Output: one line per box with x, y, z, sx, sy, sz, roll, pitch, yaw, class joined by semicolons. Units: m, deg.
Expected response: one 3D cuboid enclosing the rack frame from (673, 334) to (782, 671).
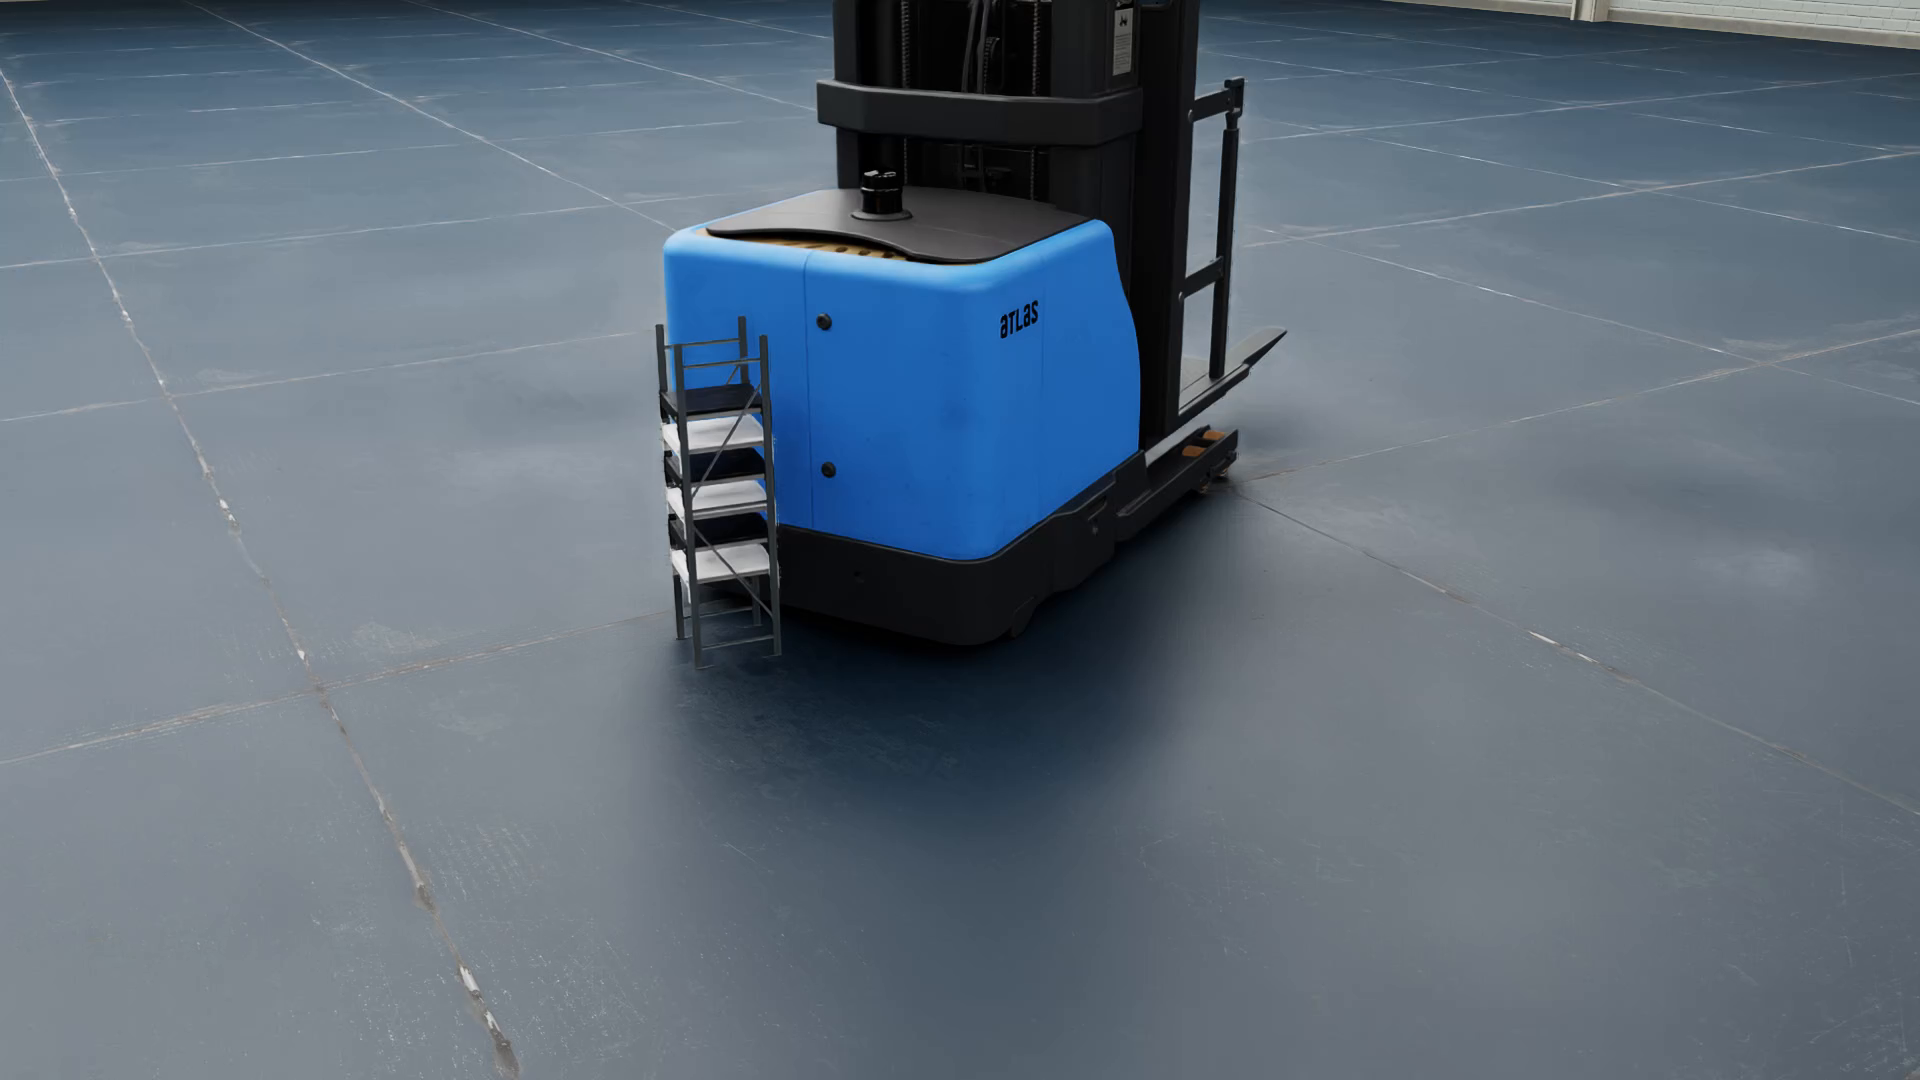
-0.598;-0.084;4.323;0.240;0.900;0.006;-9;24;-20;rack frame

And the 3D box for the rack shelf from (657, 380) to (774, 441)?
-0.636;-0.339;4.322;0.258;0.077;0.200;-9;24;-20;rack shelf

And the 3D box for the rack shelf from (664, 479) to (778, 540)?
-0.636;-0.089;4.423;0.258;0.077;0.200;-9;24;-20;rack shelf

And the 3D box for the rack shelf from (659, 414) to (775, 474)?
-0.636;-0.256;4.355;0.258;0.077;0.200;-9;24;-20;rack shelf

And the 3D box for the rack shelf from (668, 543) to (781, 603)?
-0.636;0.078;4.491;0.258;0.077;0.200;-9;24;-20;rack shelf

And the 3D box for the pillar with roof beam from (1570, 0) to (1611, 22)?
4.992;-10.522;19.248;9.100;9.000;0.400;-13;25;-28;pillar with roof beam

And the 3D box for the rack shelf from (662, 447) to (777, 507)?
-0.636;-0.172;4.389;0.258;0.077;0.200;-9;24;-20;rack shelf

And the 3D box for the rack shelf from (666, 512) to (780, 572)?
-0.636;-0.005;4.457;0.258;0.077;0.200;-9;24;-20;rack shelf

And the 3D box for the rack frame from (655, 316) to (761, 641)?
-0.675;-0.155;4.498;0.240;0.900;0.006;-9;24;-20;rack frame

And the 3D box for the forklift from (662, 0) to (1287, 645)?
0.326;-1.589;5.329;1.130;2.935;3.031;12;25;27;forklift

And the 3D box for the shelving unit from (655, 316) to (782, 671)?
-0.636;-0.120;4.411;0.258;0.900;0.210;-9;24;-20;shelving unit
